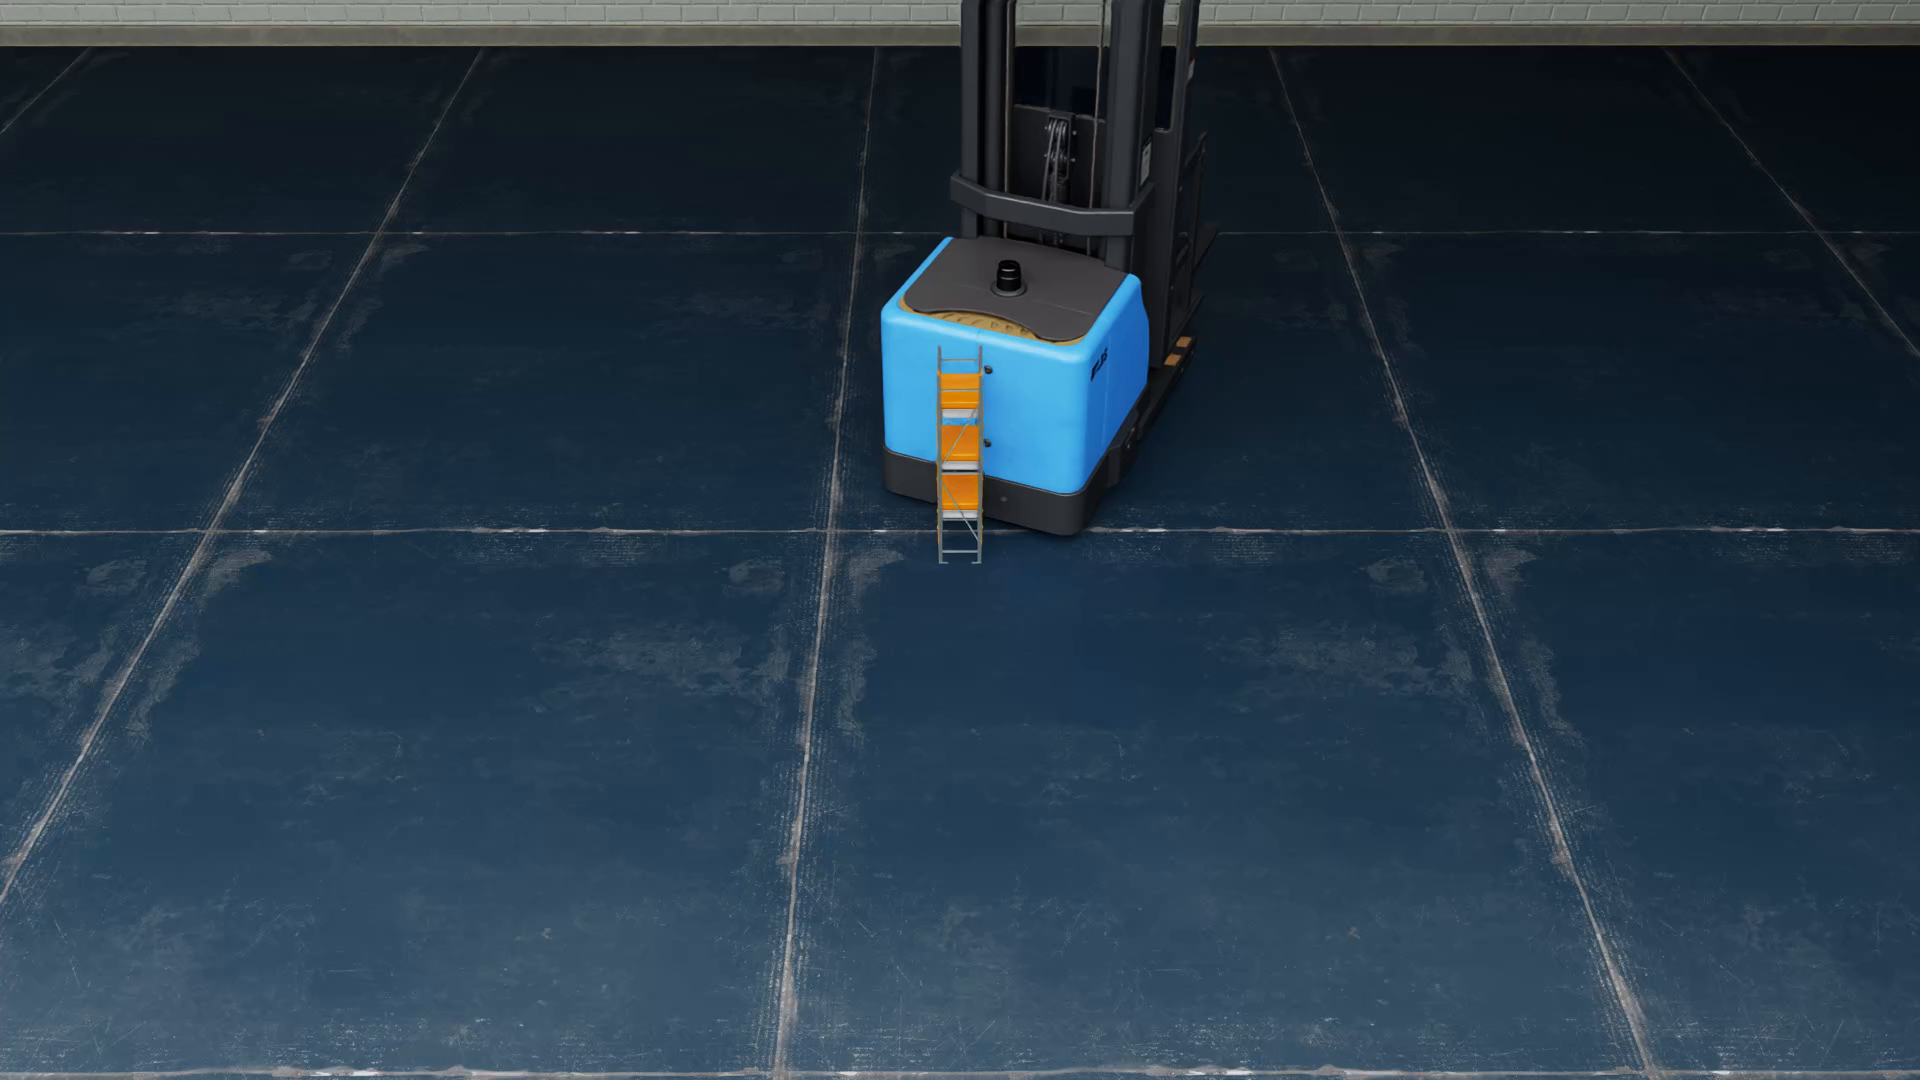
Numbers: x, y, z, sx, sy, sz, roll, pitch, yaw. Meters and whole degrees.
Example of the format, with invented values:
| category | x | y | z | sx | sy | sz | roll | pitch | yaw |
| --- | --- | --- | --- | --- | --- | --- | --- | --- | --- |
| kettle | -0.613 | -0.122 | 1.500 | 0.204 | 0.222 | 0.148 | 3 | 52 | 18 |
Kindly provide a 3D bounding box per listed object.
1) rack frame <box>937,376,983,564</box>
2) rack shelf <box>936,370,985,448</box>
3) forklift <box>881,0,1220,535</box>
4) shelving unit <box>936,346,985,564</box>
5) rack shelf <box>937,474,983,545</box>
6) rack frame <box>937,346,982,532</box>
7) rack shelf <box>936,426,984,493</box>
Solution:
| category | x | y | z | sx | sy | sz | roll | pitch | yaw |
| --- | --- | --- | --- | --- | --- | --- | --- | --- | --- |
| rack frame | 0.000 | -0.300 | 7.530 | 0.200 | 1.050 | 0.008 | 0 | 39 | 0 |
| rack shelf | 0.000 | -0.589 | 7.455 | 0.215 | 0.259 | 0.240 | 0 | 39 | 0 |
| forklift | 0.661 | -2.087 | 8.256 | 1.130 | 2.935 | 3.031 | 15 | 41 | 18 |
| shelving unit | 0.000 | -0.376 | 7.625 | 0.215 | 1.050 | 0.252 | 0 | 39 | 0 |
| rack shelf | 0.000 | -0.151 | 7.806 | 0.215 | 0.259 | 0.240 | 0 | 39 | 0 |
| rack frame | 0.000 | -0.453 | 7.721 | 0.200 | 1.050 | 0.008 | 0 | 39 | 0 |
| rack shelf | 0.000 | -0.368 | 7.632 | 0.215 | 0.259 | 0.240 | 0 | 39 | 0 |
